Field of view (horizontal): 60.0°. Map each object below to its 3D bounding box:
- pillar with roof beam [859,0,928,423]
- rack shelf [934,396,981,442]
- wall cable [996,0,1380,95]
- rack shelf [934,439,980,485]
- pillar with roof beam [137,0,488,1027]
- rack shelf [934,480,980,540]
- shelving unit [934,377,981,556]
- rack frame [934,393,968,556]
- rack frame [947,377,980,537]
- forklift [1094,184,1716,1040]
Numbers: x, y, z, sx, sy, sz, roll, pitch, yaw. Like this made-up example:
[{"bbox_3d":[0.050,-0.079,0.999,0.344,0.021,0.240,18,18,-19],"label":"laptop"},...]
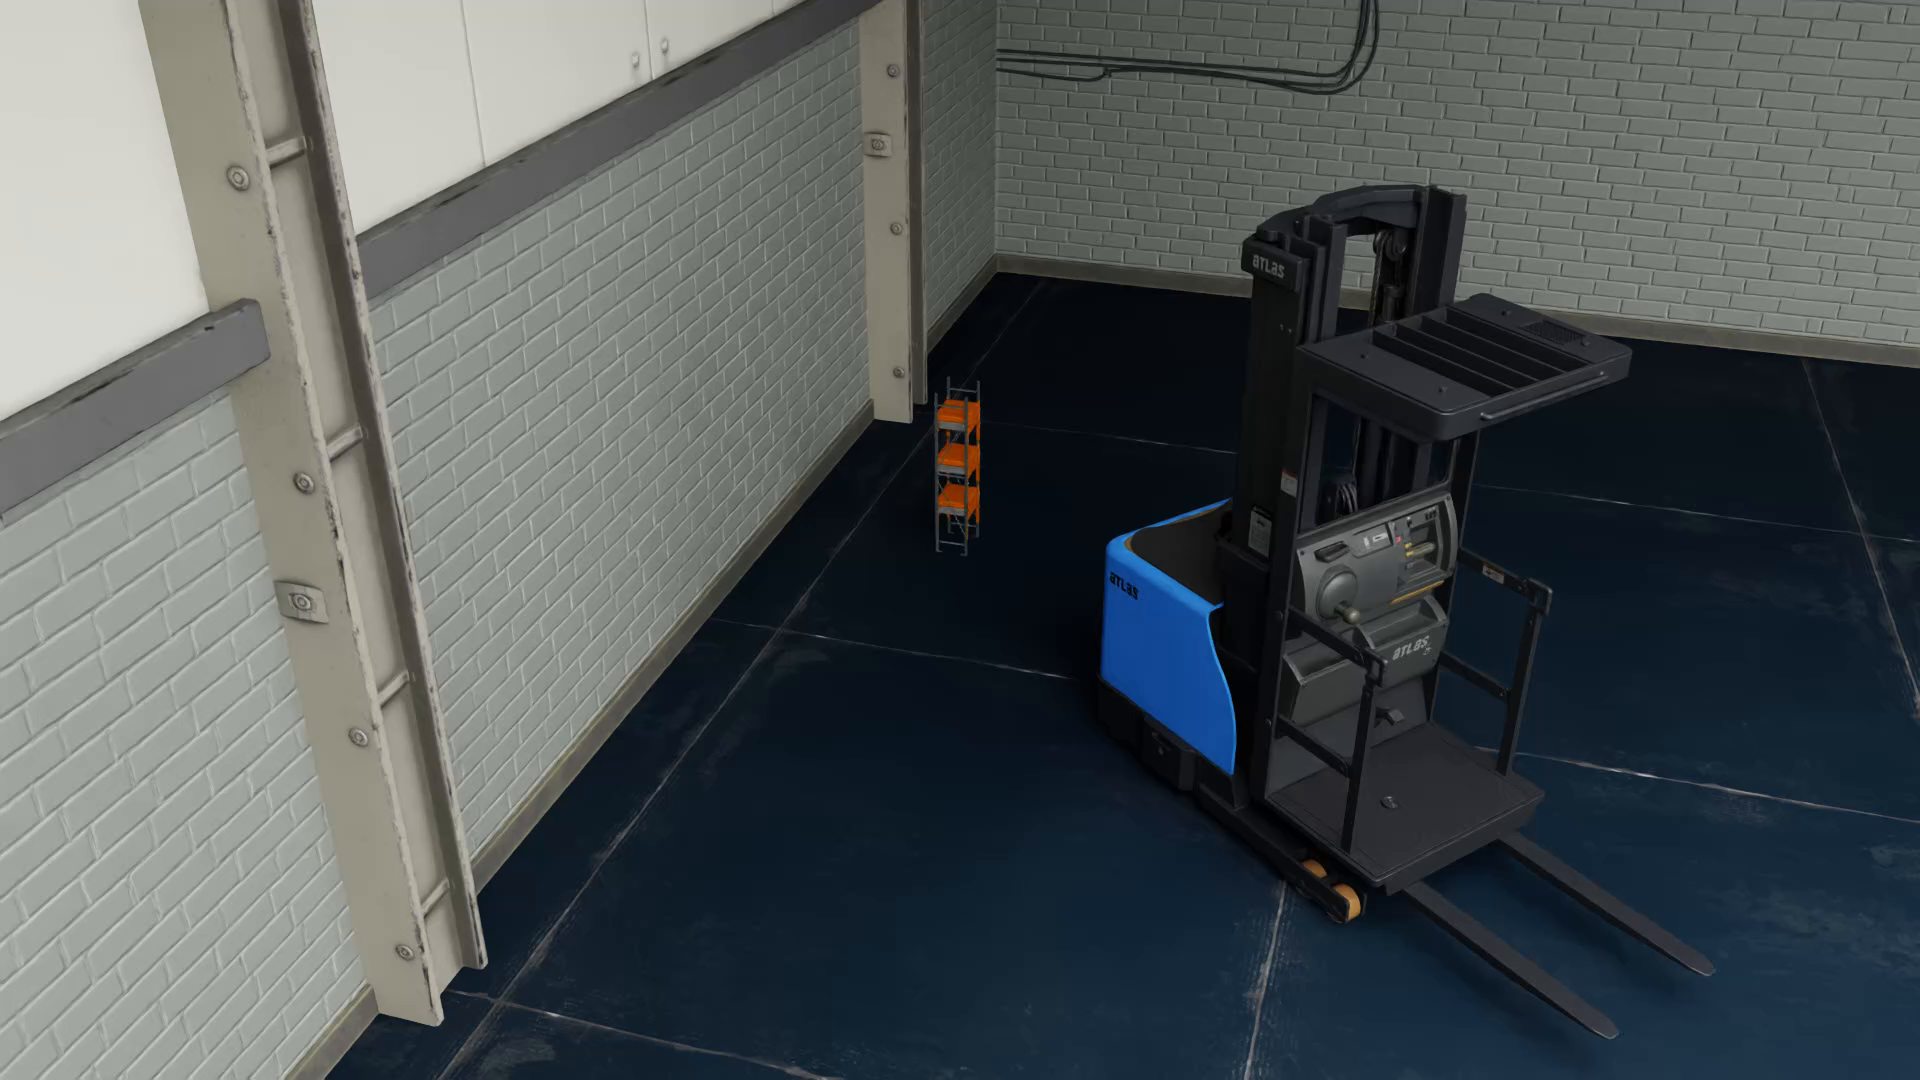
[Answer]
[{"bbox_3d":[3.677,-4.254,8.640,9.100,9.000,0.400,8,30,15],"label":"pillar with roof beam"},{"bbox_3d":[-0.016,-0.673,9.817,0.215,0.259,0.240,8,30,15],"label":"rack shelf"},{"bbox_3d":[1.691,-4.691,12.621,3.097,2.526,0.112,8,30,15],"label":"wall cable"},{"bbox_3d":[-0.016,-0.425,9.955,0.215,0.259,0.240,8,30,15],"label":"rack shelf"},{"bbox_3d":[1.916,-1.465,3.628,9.100,9.000,0.400,8,30,15],"label":"pillar with roof beam"},{"bbox_3d":[-0.016,-0.182,10.090,0.215,0.259,0.240,8,30,15],"label":"rack shelf"},{"bbox_3d":[-0.016,-0.434,9.950,0.215,1.050,0.252,8,30,15],"label":"shelving unit"},{"bbox_3d":[-0.051,-0.377,9.848,0.200,1.050,0.008,8,30,15],"label":"rack frame"},{"bbox_3d":[0.020,-0.491,10.052,0.200,1.050,0.008,8,30,15],"label":"rack frame"},{"bbox_3d":[1.924,0.122,7.016,1.130,2.935,3.031,-18,34,-29],"label":"forklift"}]
